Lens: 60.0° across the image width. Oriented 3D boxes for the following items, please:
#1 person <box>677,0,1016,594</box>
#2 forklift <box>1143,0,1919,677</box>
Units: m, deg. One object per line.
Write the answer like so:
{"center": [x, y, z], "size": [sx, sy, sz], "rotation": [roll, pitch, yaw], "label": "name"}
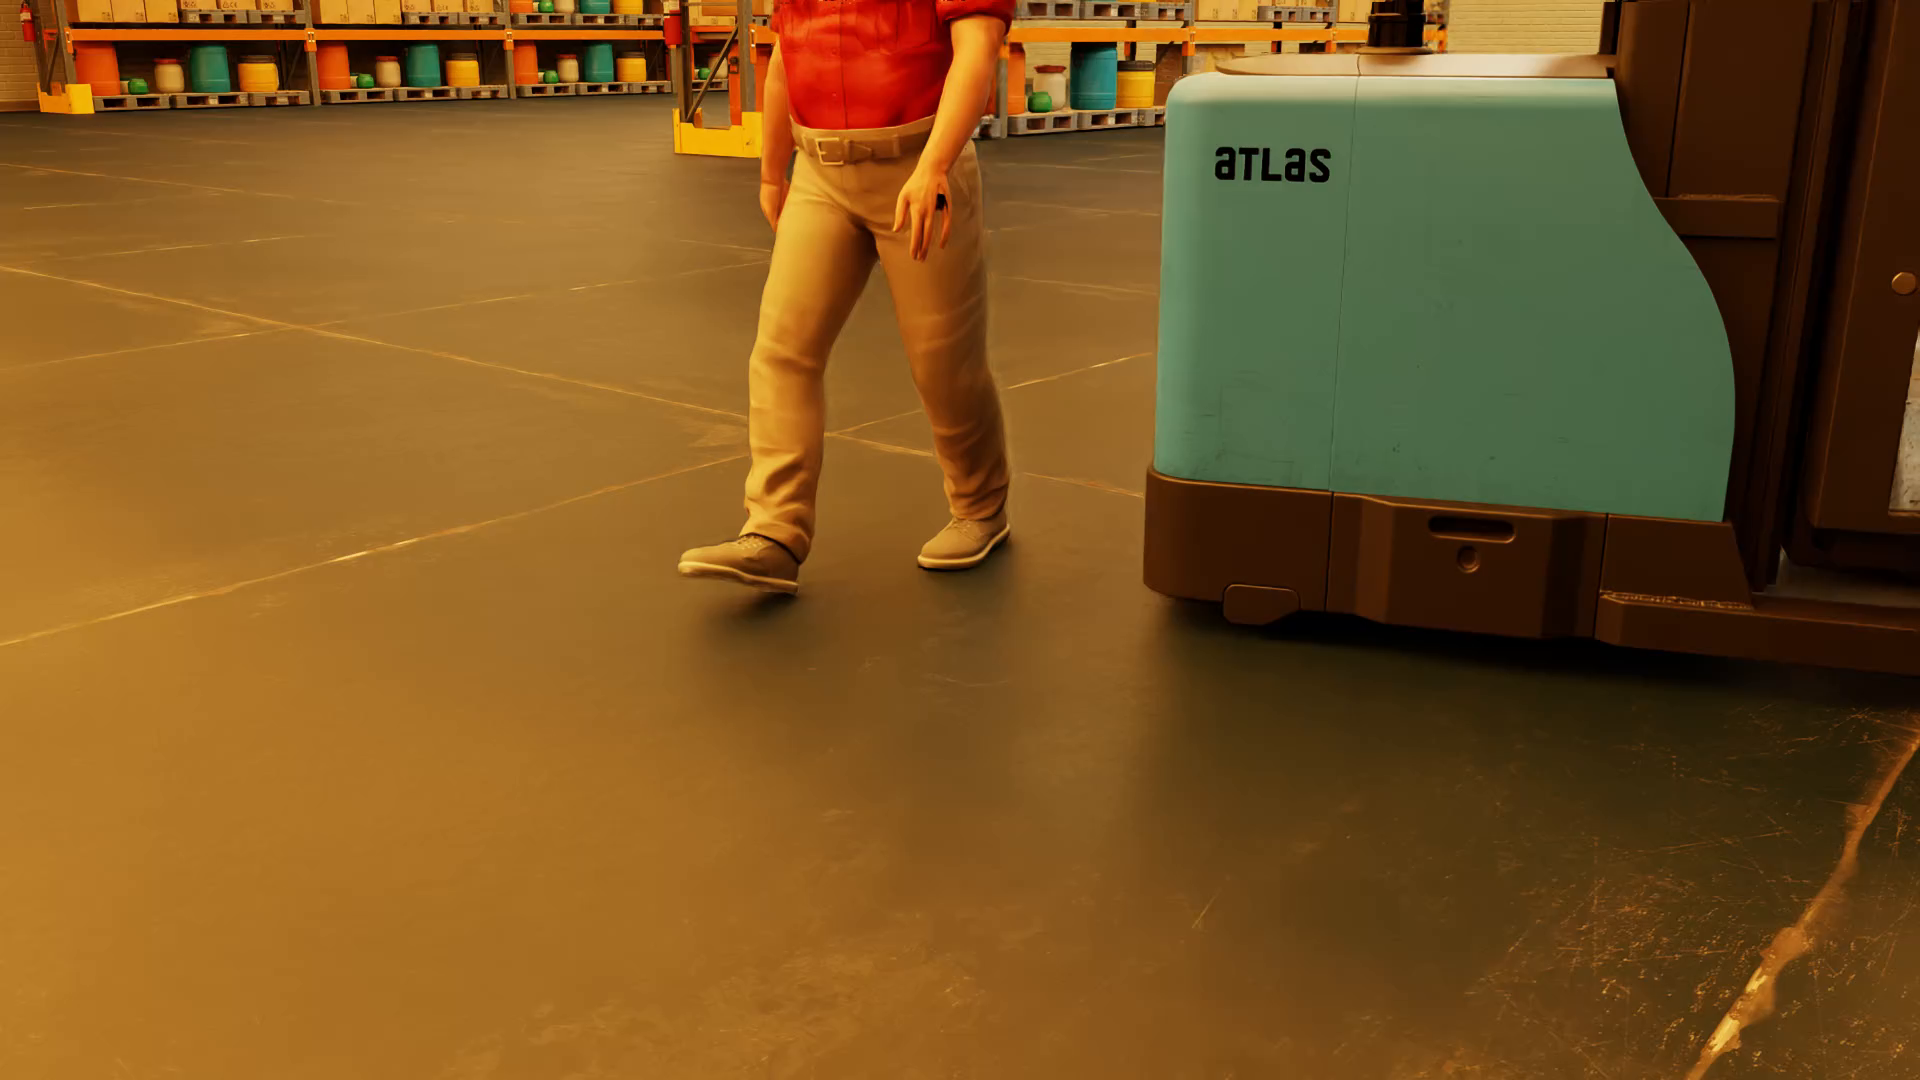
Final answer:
{"center": [-0.239, -0.715, 3.419], "size": [0.692, 1.679, 0.891], "rotation": [9, 19, 27], "label": "person"}
{"center": [1.951, -1.236, 2.969], "size": [3.031, 2.935, 1.130], "rotation": [5, 18, 17], "label": "forklift"}
